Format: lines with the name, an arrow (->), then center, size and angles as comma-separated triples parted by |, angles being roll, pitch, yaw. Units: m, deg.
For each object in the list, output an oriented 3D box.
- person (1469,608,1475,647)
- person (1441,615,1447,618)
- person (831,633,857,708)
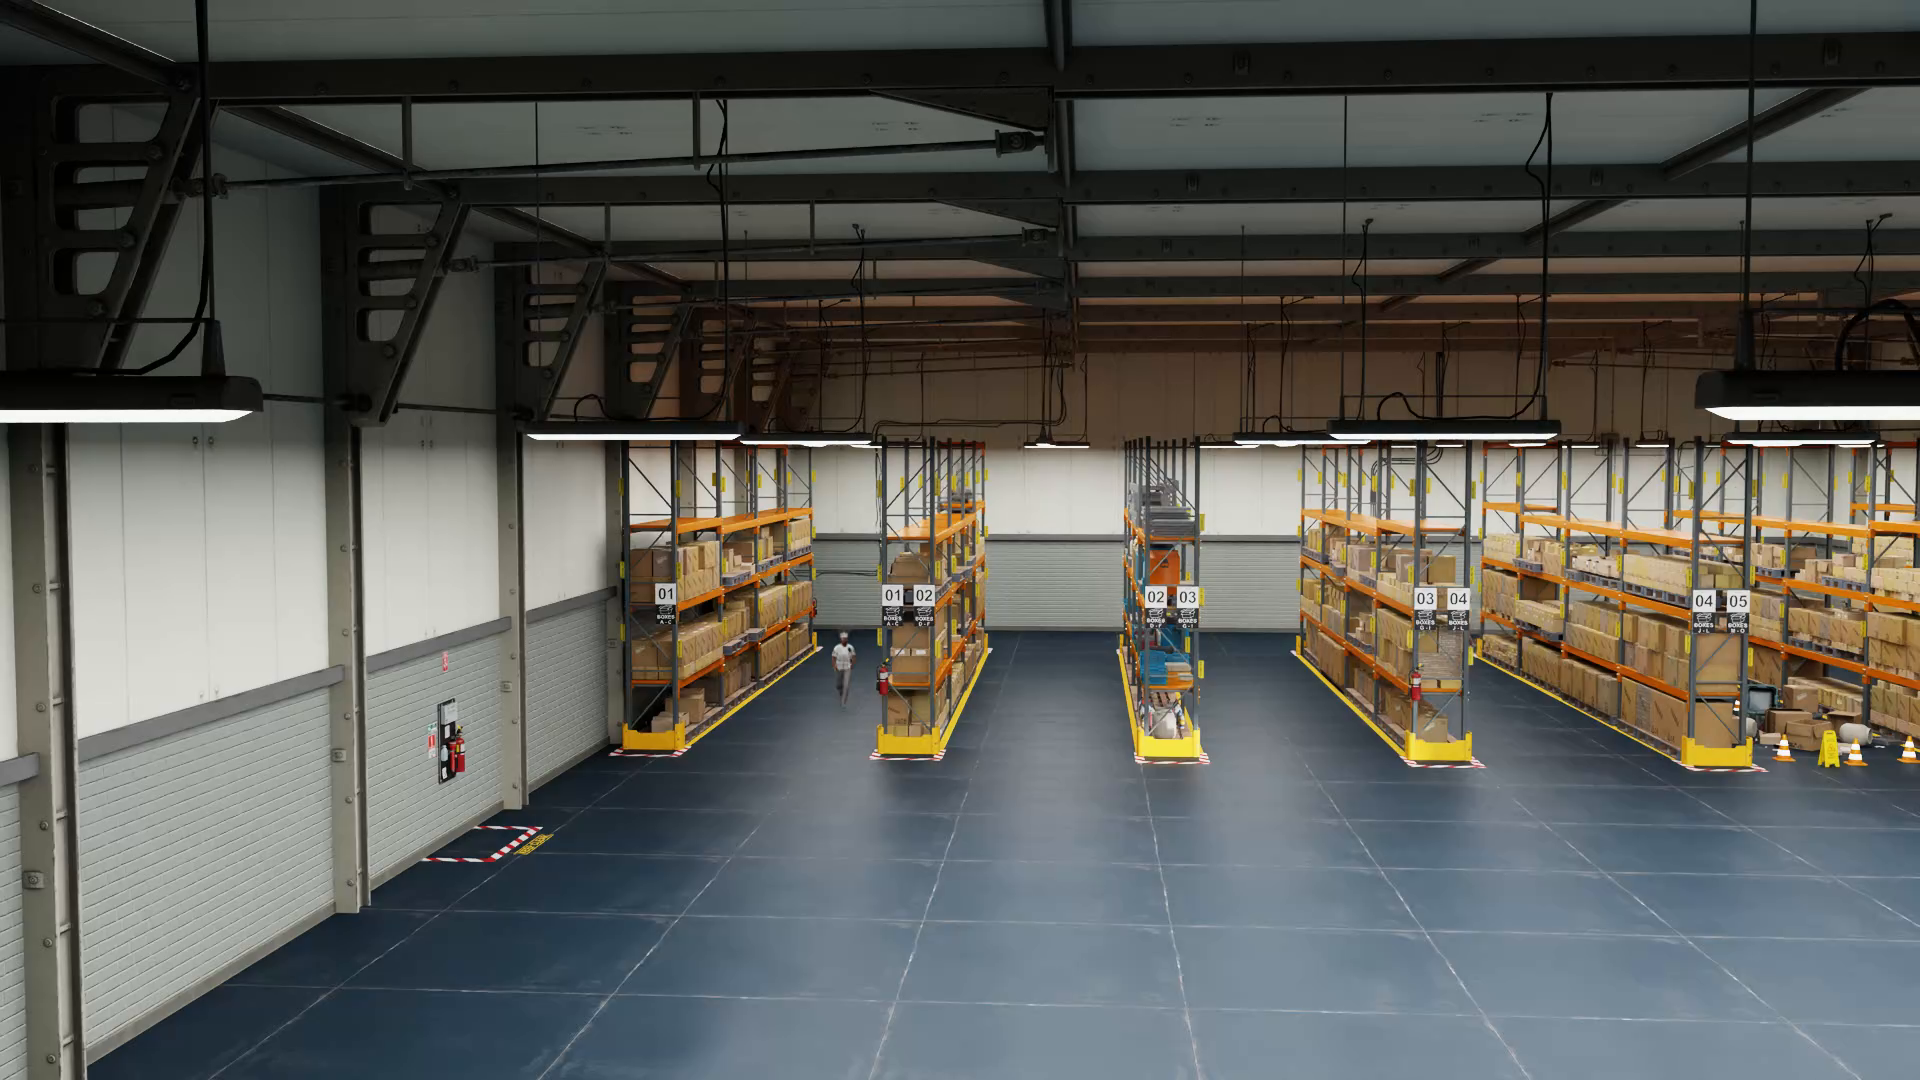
person -> 14.453, 2.404, 47.555 | 0.804, 1.664, 0.699 | -1, 3, -13
person -> 13.133, 2.431, 45.308 | 0.703, 1.794, 0.698 | 1, 3, 12
person -> -2.609, 2.913, 37.445 | 0.568, 1.683, 0.868 | 0, 3, 0
